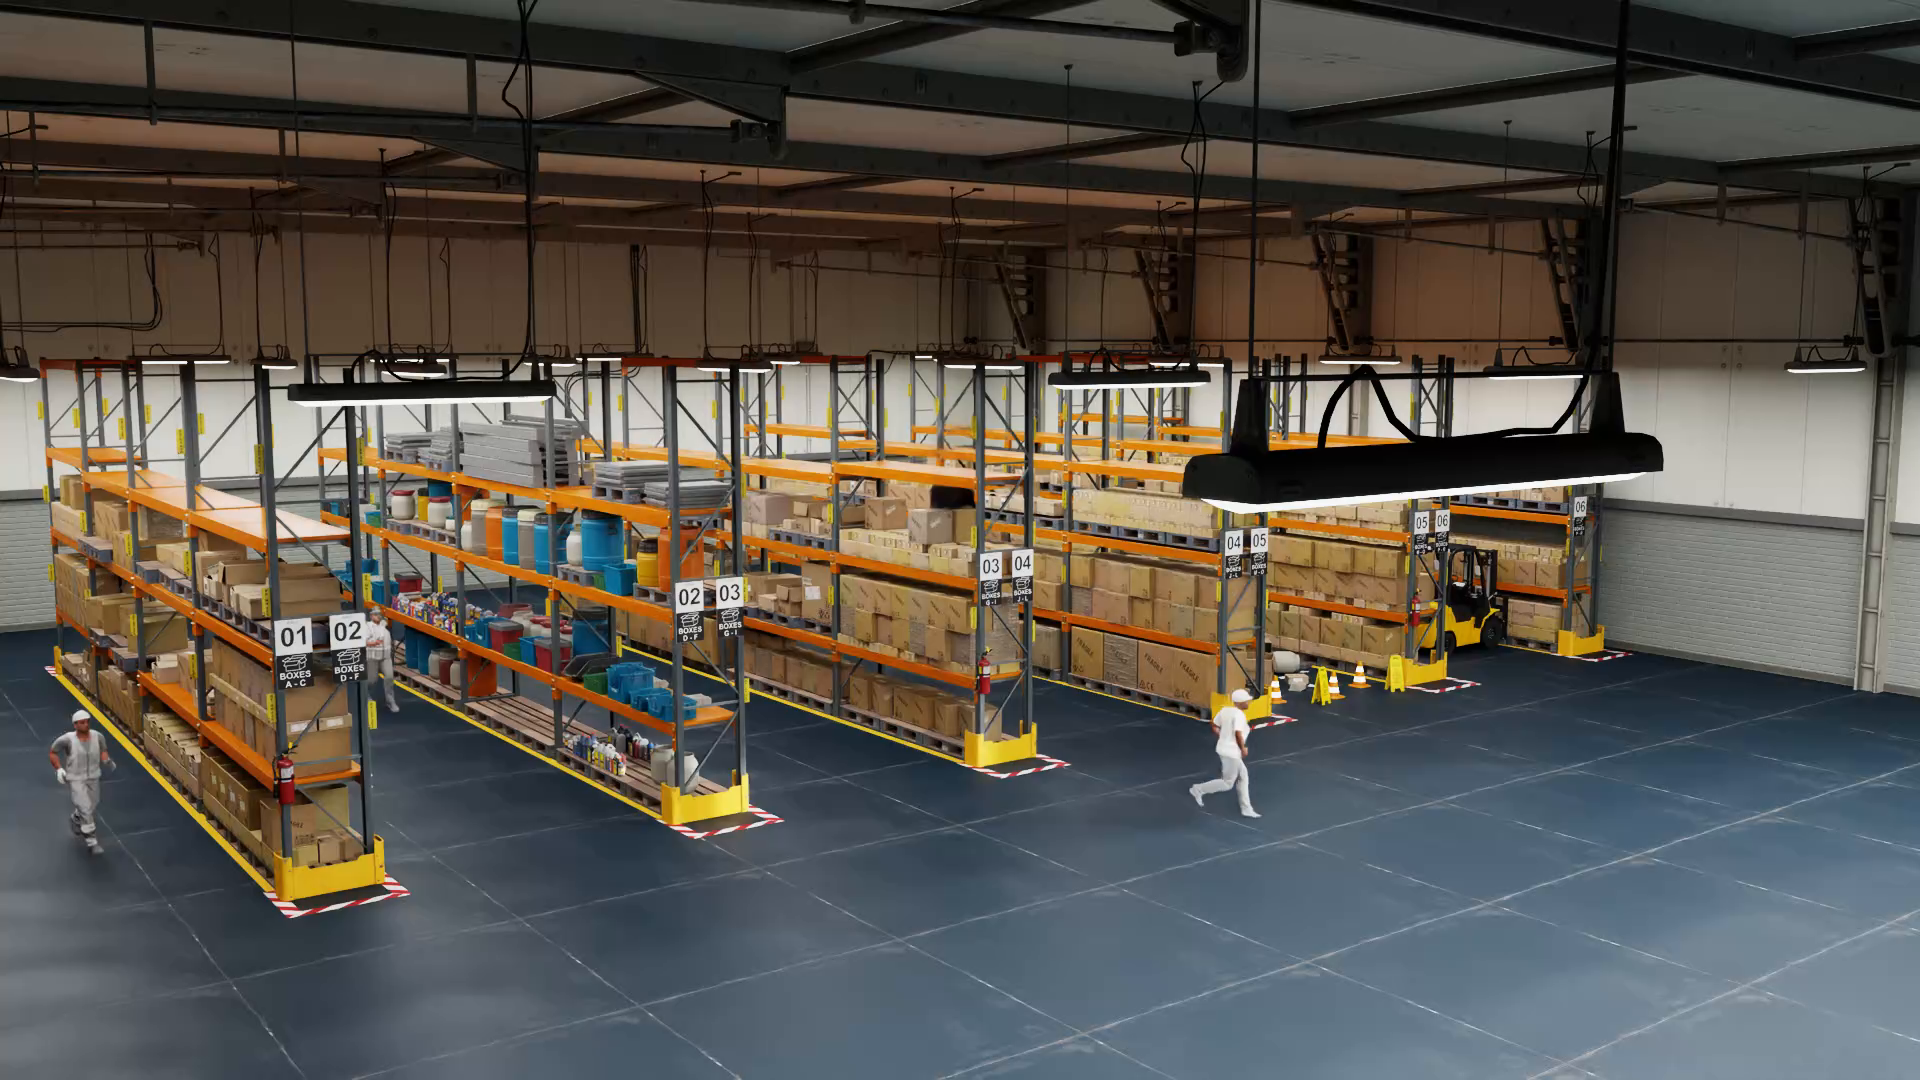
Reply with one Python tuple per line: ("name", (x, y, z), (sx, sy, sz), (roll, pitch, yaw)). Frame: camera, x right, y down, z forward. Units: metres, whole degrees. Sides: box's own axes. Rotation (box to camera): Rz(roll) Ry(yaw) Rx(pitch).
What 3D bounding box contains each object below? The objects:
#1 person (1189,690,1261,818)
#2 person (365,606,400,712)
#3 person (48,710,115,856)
("person", (3.520, 2.855, 22.007), (1.018, 1.753, 0.700), (-1, 7, -9))
("person", (-9.974, 2.022, 28.495), (0.896, 1.798, 0.654), (7, 10, 44))
("person", (-10.951, 2.976, 20.703), (0.954, 1.779, 0.631), (5, 9, 37))
